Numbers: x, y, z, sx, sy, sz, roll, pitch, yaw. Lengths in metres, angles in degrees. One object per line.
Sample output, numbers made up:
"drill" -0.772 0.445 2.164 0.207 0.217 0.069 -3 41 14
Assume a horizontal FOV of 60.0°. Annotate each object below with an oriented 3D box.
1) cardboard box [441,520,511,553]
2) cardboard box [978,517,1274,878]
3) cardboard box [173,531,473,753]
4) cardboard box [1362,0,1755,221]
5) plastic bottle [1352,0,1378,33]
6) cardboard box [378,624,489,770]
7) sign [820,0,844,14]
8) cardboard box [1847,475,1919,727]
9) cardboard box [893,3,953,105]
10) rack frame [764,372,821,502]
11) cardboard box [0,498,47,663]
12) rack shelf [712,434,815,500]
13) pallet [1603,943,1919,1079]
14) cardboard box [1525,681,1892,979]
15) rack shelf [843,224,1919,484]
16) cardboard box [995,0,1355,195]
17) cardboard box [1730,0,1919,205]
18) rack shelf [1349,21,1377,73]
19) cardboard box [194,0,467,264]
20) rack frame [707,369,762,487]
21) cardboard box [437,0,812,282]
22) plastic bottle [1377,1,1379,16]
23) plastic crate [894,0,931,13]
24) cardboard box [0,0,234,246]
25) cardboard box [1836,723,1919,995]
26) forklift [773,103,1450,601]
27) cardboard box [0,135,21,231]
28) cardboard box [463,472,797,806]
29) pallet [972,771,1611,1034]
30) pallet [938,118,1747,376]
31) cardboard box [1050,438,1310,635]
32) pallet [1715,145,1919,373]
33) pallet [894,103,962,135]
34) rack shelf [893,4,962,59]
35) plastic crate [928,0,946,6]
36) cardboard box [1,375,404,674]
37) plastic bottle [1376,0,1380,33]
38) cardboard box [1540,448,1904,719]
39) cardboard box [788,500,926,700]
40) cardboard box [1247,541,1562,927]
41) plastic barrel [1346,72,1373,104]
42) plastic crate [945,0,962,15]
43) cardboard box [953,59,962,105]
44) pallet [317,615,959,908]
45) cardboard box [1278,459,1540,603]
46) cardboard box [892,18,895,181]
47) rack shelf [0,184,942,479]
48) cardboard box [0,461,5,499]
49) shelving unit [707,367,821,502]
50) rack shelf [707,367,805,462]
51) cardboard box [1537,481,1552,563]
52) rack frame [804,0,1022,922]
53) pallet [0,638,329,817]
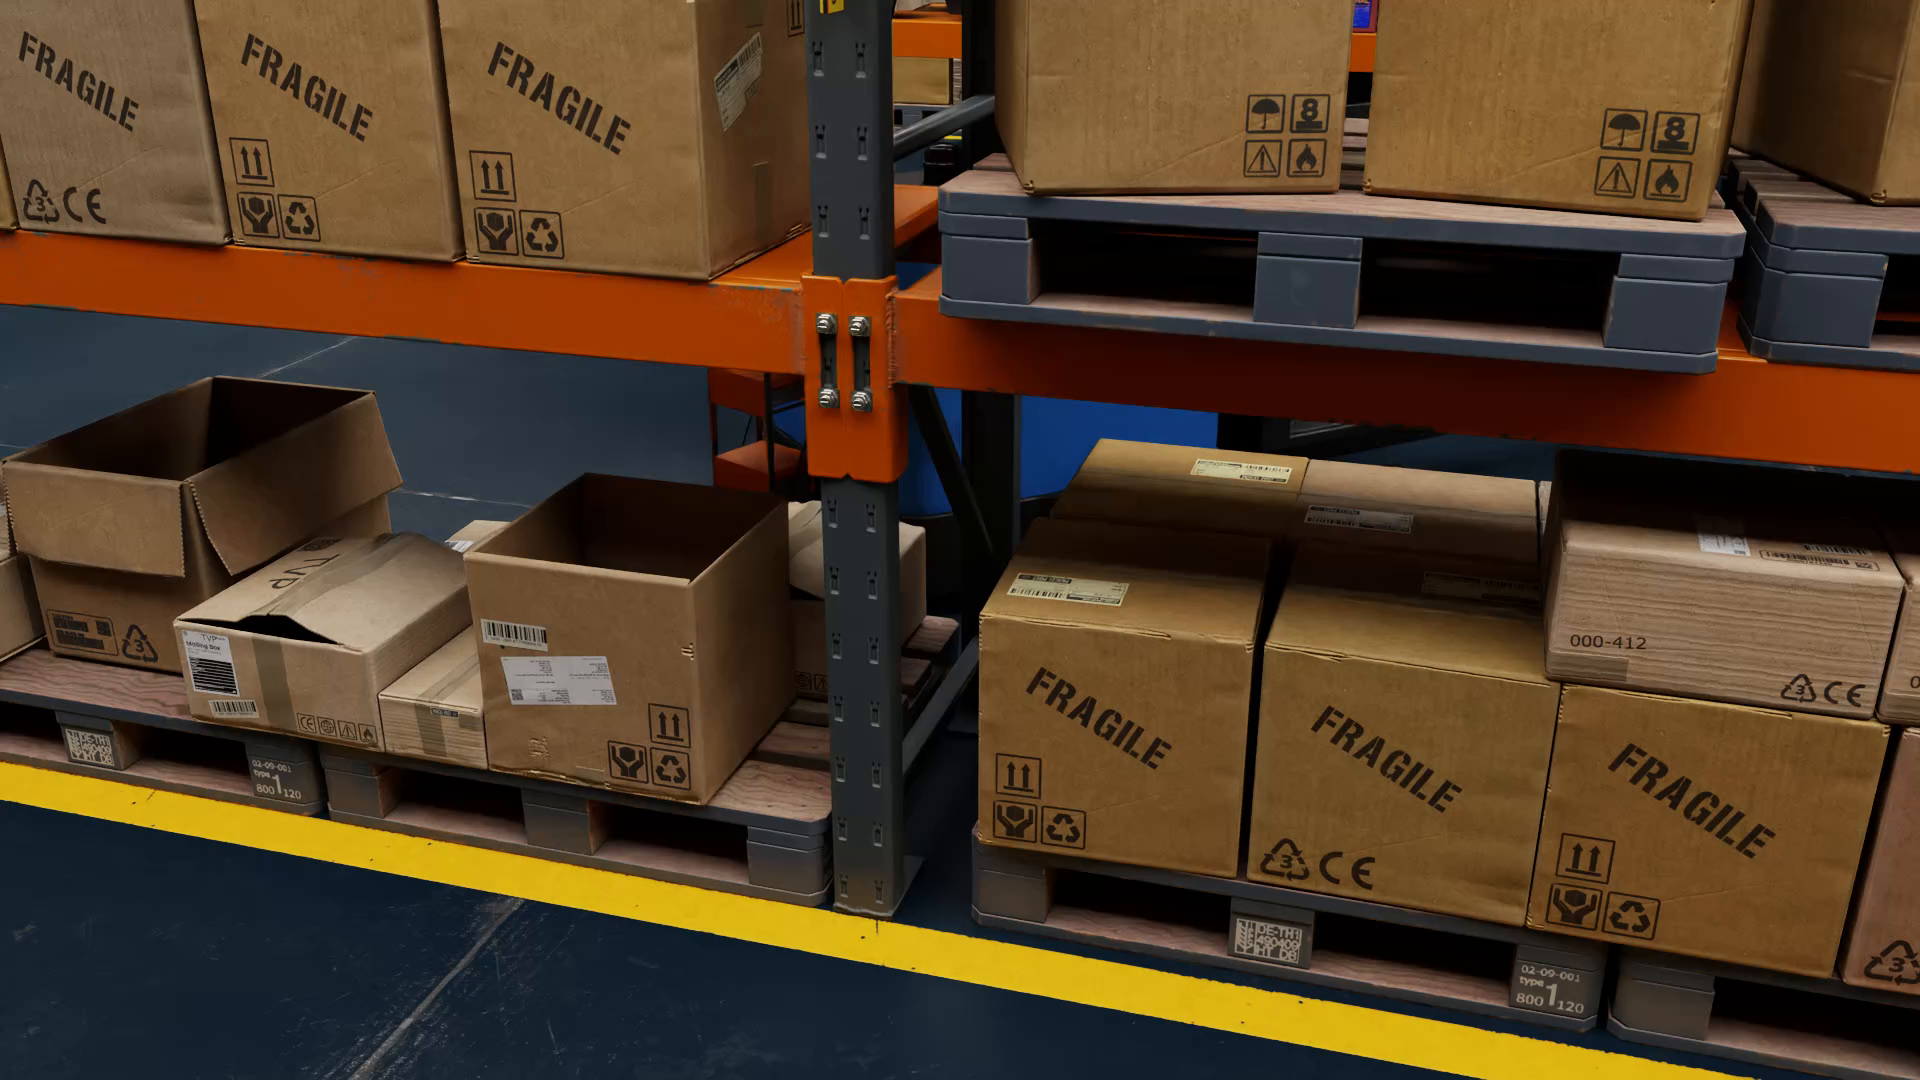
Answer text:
"cardboard box" -1.226 0.092 4.247 0.250 0.166 0.380 7 23 16
"cardboard box" 0.337 0.295 3.313 0.500 0.500 0.500 5 23 13
"cardboard box" -1.401 0.199 3.795 0.500 0.311 0.500 7 23 16
"cardboard box" 1.010 -0.855 2.716 0.500 0.500 0.700 10 25 24
"plastic bottle" 1.734 -2.335 7.164 0.133 0.283 0.061 7 23 16
"cardboard box" -1.059 0.337 3.673 0.250 0.149 0.380 7 23 16
"sign" -0.205 -1.002 2.620 0.005 0.325 0.100 7 23 16
"cardboard box" 1.775 0.112 2.770 0.500 0.250 0.500 6 23 14
"cardboard box" -0.384 -4.007 13.333 0.875 0.875 0.875 7 23 16
"rack frame" -0.487 -0.384 4.823 0.008 1.050 0.200 18 28 37
"cardboard box" -2.489 0.103 4.111 0.500 0.250 0.500 7 23 16
"rack shelf" -0.580 -0.147 5.006 0.240 0.259 0.215 18 28 37
"pallet" 1.906 0.699 3.288 1.213 0.211 1.003 7 23 16
"cardboard box" 1.327 0.407 3.040 0.500 0.500 0.500 7 23 16
"rack shelf" 1.859 -0.248 2.869 4.000 0.370 1.077 7 23 16
"cardboard box" 0.333 -0.907 2.844 0.500 0.500 0.700 -1 22 -3
"cardboard box" 1.654 -0.869 2.751 0.500 0.500 0.700 1 22 2
"rack shelf" 3.294 -2.047 7.256 4.000 0.370 1.077 7 23 16
"cardboard box" -1.102 -0.864 3.291 0.500 0.500 0.500 7 23 17
"rack frame" -0.673 -0.444 4.969 0.008 1.050 0.200 18 28 37
"cardboard box" -0.608 -0.808 3.154 0.500 0.500 0.500 7 23 16
"plastic bottle" 1.969 -2.579 7.866 0.097 0.201 0.097 0 22 0
"plastic crate" -0.375 -2.586 7.891 0.466 0.136 0.293 7 23 16
"cardboard box" -1.595 -0.919 3.426 0.500 0.500 0.500 7 23 17
"cardboard box" 1.811 0.462 2.904 0.500 0.500 0.500 6 23 14
"forklift" 0.936 -1.557 5.203 3.031 2.935 1.130 -11 25 -26
"cardboard box" -2.083 -0.974 3.560 0.500 0.500 0.500 7 23 16
"cardboard box" -0.683 0.194 3.559 0.500 0.500 0.500 7 23 16
"pallet" 0.734 0.566 3.612 1.213 0.211 1.003 7 23 16
"pallet" 0.678 -0.584 2.993 1.213 0.211 1.003 7 23 16
"cardboard box" 0.500 0.103 3.780 0.500 0.500 0.500 6 23 15
"pallet" 1.911 -0.484 2.750 1.213 0.211 1.003 7 23 16
"pallet" -0.232 -3.488 13.494 1.213 0.211 1.003 7 23 16
"rack shelf" -0.536 -2.485 8.325 4.000 0.370 1.077 7 23 16
"plastic crate" -0.030 -2.806 8.236 0.530 0.282 0.437 7 23 16
"cardboard box" -1.856 -0.052 4.155 0.637 0.503 0.797 7 23 16
"plastic bottle" 1.850 -2.291 7.165 0.097 0.201 0.097 0 22 0
"cardboard box" 1.295 0.057 2.903 0.500 0.250 0.500 7 23 16
"cardboard box" -0.395 0.116 3.998 0.500 0.311 0.500 7 23 16
"cardboard box" 0.851 0.349 3.180 0.500 0.500 0.500 7 23 16
"plastic barrel" 1.895 -1.757 7.812 0.708 0.901 0.600 7 23 16
"plastic crate" 0.230 -2.525 7.756 0.590 0.125 0.437 7 23 16
"cardboard box" 0.487 -3.907 13.090 0.875 0.875 0.875 7 23 16
"pallet" -0.713 0.415 3.981 1.213 0.211 1.003 7 23 16
"cardboard box" 0.971 0.160 3.640 0.500 0.500 0.500 7 23 16
"cardboard box" -0.465 -1.001 3.626 0.500 0.500 0.500 7 23 17
"rack shelf" -1.970 -0.686 3.938 4.000 0.370 1.077 7 23 16
"cardboard box" -2.392 -0.084 4.567 0.500 0.250 0.500 7 23 16
"shelving unit" -0.580 -0.414 4.896 0.252 1.050 0.215 18 28 37
"rack shelf" -0.580 -0.404 4.900 0.240 0.259 0.215 18 28 37
"cardboard box" 1.451 0.216 3.506 0.500 0.500 0.500 7 23 16
"rack frame" -0.055 -0.800 3.267 0.127 3.000 1.000 7 23 16
"pallet" -1.884 0.282 4.305 1.213 0.211 1.003 7 23 16
